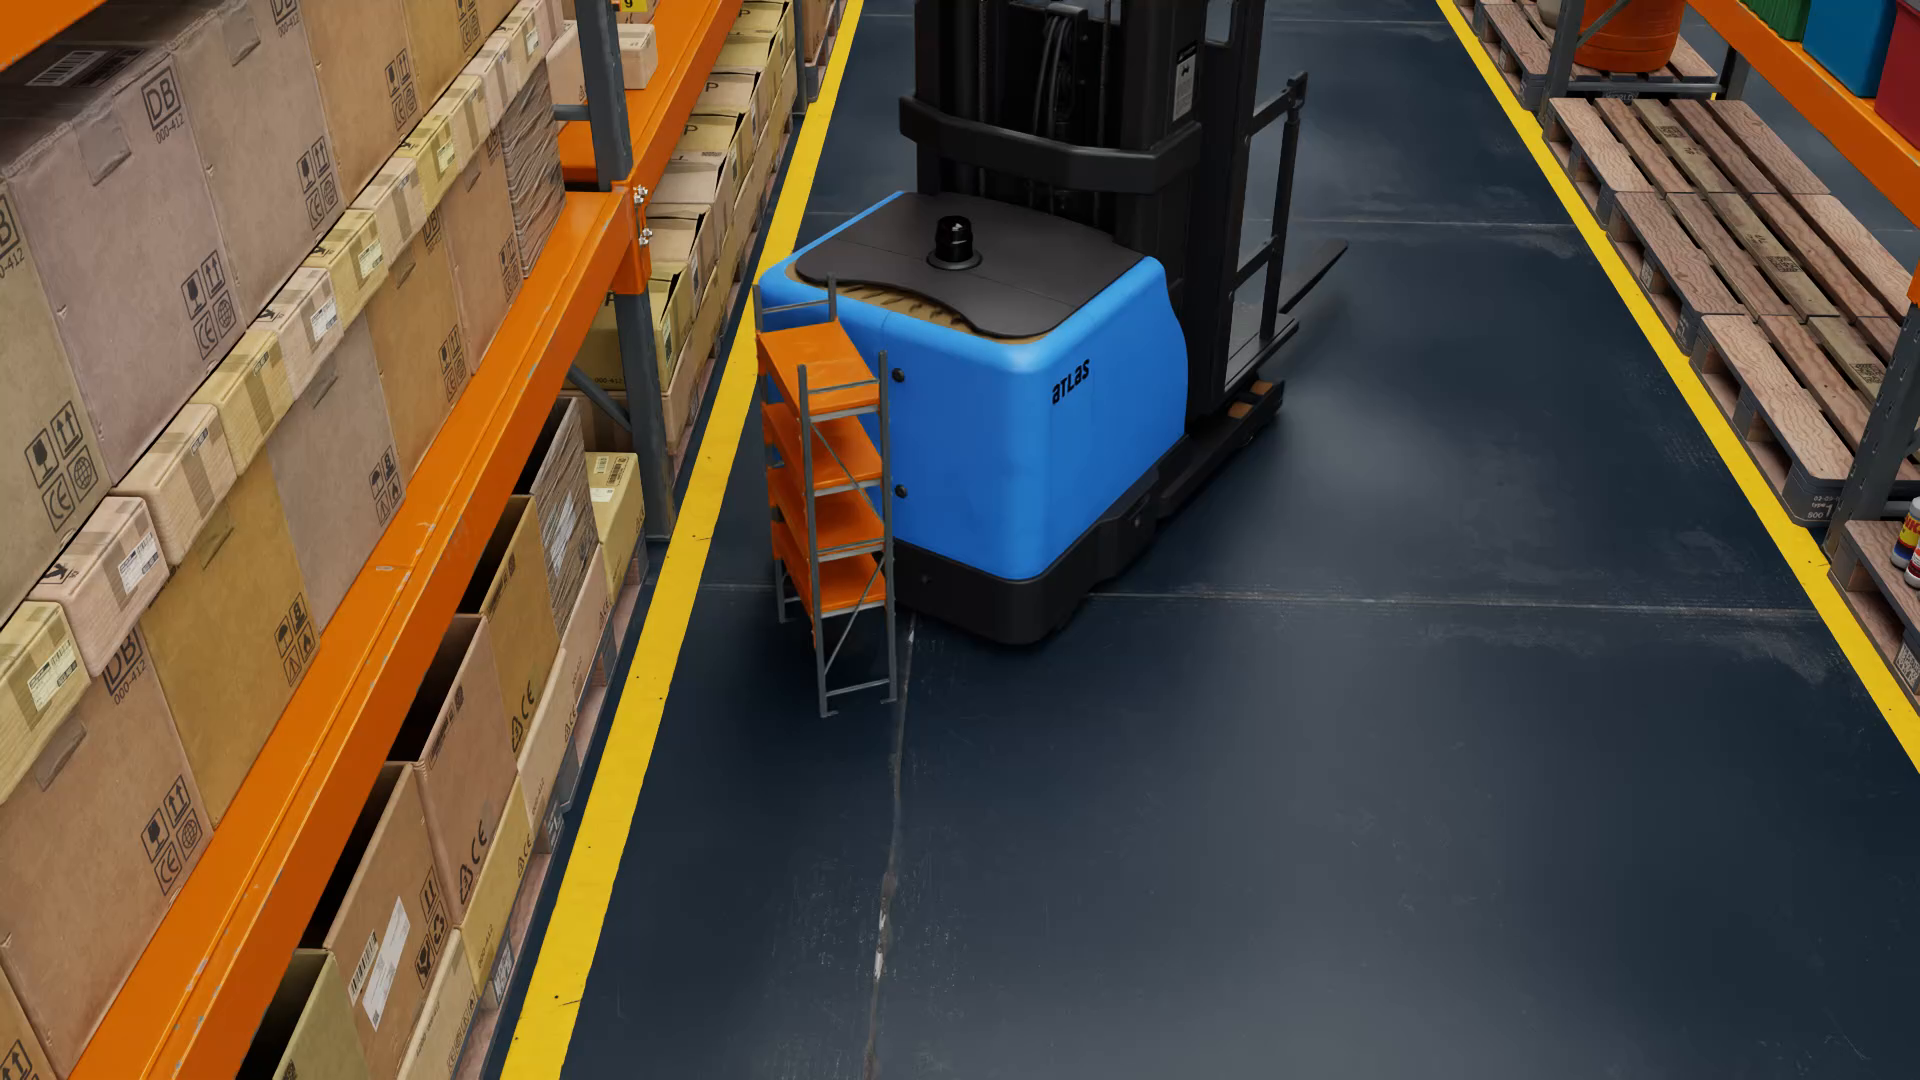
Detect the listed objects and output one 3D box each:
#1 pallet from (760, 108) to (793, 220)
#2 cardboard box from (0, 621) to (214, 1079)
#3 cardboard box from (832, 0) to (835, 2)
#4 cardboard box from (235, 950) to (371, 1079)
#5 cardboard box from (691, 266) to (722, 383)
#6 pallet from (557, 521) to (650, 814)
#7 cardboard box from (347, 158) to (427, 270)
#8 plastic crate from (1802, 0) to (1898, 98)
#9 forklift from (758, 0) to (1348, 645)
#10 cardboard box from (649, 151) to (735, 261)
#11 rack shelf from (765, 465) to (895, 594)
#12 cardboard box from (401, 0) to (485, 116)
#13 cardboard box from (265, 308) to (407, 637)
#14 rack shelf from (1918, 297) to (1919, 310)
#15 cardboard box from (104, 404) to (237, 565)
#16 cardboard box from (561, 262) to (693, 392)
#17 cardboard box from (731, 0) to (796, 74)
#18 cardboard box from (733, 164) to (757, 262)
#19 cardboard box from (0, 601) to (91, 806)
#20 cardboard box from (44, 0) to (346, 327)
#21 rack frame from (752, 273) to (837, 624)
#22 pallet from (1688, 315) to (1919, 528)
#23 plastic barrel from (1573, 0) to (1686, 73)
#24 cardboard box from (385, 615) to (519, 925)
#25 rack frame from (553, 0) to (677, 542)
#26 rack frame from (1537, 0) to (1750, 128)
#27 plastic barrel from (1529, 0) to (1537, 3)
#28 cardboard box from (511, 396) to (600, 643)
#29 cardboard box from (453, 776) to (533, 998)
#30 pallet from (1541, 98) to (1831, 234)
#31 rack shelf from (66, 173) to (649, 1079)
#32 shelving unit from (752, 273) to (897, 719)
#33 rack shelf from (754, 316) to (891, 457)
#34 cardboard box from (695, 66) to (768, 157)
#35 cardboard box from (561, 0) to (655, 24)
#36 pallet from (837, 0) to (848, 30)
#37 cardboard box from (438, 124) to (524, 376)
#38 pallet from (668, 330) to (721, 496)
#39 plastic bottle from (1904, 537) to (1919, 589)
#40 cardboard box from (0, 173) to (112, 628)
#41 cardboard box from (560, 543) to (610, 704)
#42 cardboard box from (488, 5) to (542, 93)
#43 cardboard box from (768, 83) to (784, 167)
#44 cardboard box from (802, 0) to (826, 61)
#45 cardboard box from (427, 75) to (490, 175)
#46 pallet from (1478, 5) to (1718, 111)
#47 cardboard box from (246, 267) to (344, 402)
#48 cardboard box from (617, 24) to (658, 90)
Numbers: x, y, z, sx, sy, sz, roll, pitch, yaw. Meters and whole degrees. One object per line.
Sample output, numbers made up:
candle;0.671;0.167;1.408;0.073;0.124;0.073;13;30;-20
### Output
pallet;-1.409;-1.954;8.346;1.003;0.211;1.213;1;35;2
cardboard box;-1.611;0.419;2.458;0.700;0.500;0.500;2;35;3
cardboard box;-0.993;-3.568;10.009;0.500;0.500;0.500;1;35;1
cardboard box;-1.396;1.086;2.970;0.500;0.500;0.500;1;35;2
cardboard box;-1.212;-0.835;6.356;0.500;0.250;0.500;2;35;3
pallet;-1.572;0.328;5.099;1.003;0.211;1.213;1;35;2
cardboard box;-1.347;-0.684;3.464;0.380;0.149;0.250;2;35;3
plastic crate;3.185;-1.786;5.697;0.392;0.384;0.575;1;35;2
forklift;0.585;-1.686;5.600;1.130;2.935;3.031;20;40;26
cardboard box;-1.187;-1.361;6.617;0.500;0.311;0.500;0;35;0
rack shelf;-0.389;-0.059;4.908;0.258;0.148;0.480;-12;37;-16
cardboard box;-1.528;-1.295;3.768;0.700;0.500;0.500;1;35;2
cardboard box;-1.567;-0.169;3.294;0.700;0.500;0.500;2;35;3
rack shelf;3.371;0.291;3.352;1.077;0.370;4.000;1;35;2
cardboard box;-1.388;-0.090;2.619;0.380;0.149;0.250;0;35;0
cardboard box;-1.232;-0.776;5.784;0.500;0.311;0.500;1;35;2
cardboard box;-1.112;-2.536;8.289;0.500;0.311;0.500;2;35;3
cardboard box;-1.173;-1.425;7.195;0.500;0.250;0.500;2;35;3
cardboard box;-1.408;0.208;2.194;0.380;0.149;0.250;1;35;2
cardboard box;-1.570;-0.720;2.951;0.700;0.500;0.500;1;35;2
rack frame;-0.471;-0.246;5.057;0.240;1.200;0.015;-12;37;-16
pallet;3.444;-0.463;6.225;1.003;0.211;1.213;1;35;2
plastic barrel;3.615;-3.015;8.954;0.600;0.830;0.708;1;35;2
cardboard box;-1.352;0.511;3.788;0.500;0.500;0.500;1;35;2
rack frame;-1.498;-1.268;4.946;1.000;3.000;0.127;1;35;2
rack frame;3.612;-3.450;8.050;1.000;3.000;0.127;1;35;2
plastic barrel;3.660;-3.566;9.947;0.600;0.588;0.708;1;35;2
cardboard box;-1.330;-0.064;4.606;0.500;0.500;0.500;1;35;2
cardboard box;-1.353;0.818;4.003;0.500;0.250;0.500;1;35;2
pallet;3.542;-1.865;8.220;1.003;0.211;1.213;1;35;2
rack shelf;-1.578;0.175;3.518;1.077;0.370;4.000;1;35;2
shelving unit;-0.389;-0.114;4.869;0.258;1.200;0.503;-12;37;-16
rack shelf;-0.389;-0.436;4.643;0.258;0.148;0.480;-12;37;-16
cardboard box;-1.149;-1.948;7.451;0.500;0.311;0.500;1;35;2
cardboard box;-1.429;-2.053;5.975;0.500;0.500;0.500;4;35;5
pallet;-1.218;-3.553;10.622;1.003;0.211;1.213;1;35;2
cardboard box;-1.524;-0.751;4.123;0.700;0.500;0.500;1;35;1
pallet;-1.507;-0.552;6.352;1.003;0.211;1.213;1;35;2
plastic bottle;2.997;0.044;5.129;0.097;0.201;0.097;0;35;0
cardboard box;-1.609;-0.143;2.129;0.700;0.500;0.500;0;35;1
cardboard box;-1.328;0.243;4.821;0.500;0.250;0.500;1;35;2
cardboard box;-1.307;-1.272;4.300;0.380;0.149;0.250;1;35;1
cardboard box;-1.132;-2.009;8.026;0.500;0.250;0.500;1;35;1
cardboard box;-1.033;-2.979;9.171;0.500;0.500;0.500;3;35;4
cardboard box;-1.324;-0.970;3.871;0.380;0.149;0.250;1;35;2
pallet;3.602;-2.763;9.498;1.003;0.211;1.213;1;35;2
cardboard box;-1.365;-0.380;3.031;0.380;0.149;0.250;2;35;2
cardboard box;-1.258;-1.670;5.736;0.380;0.149;0.250;1;35;2
